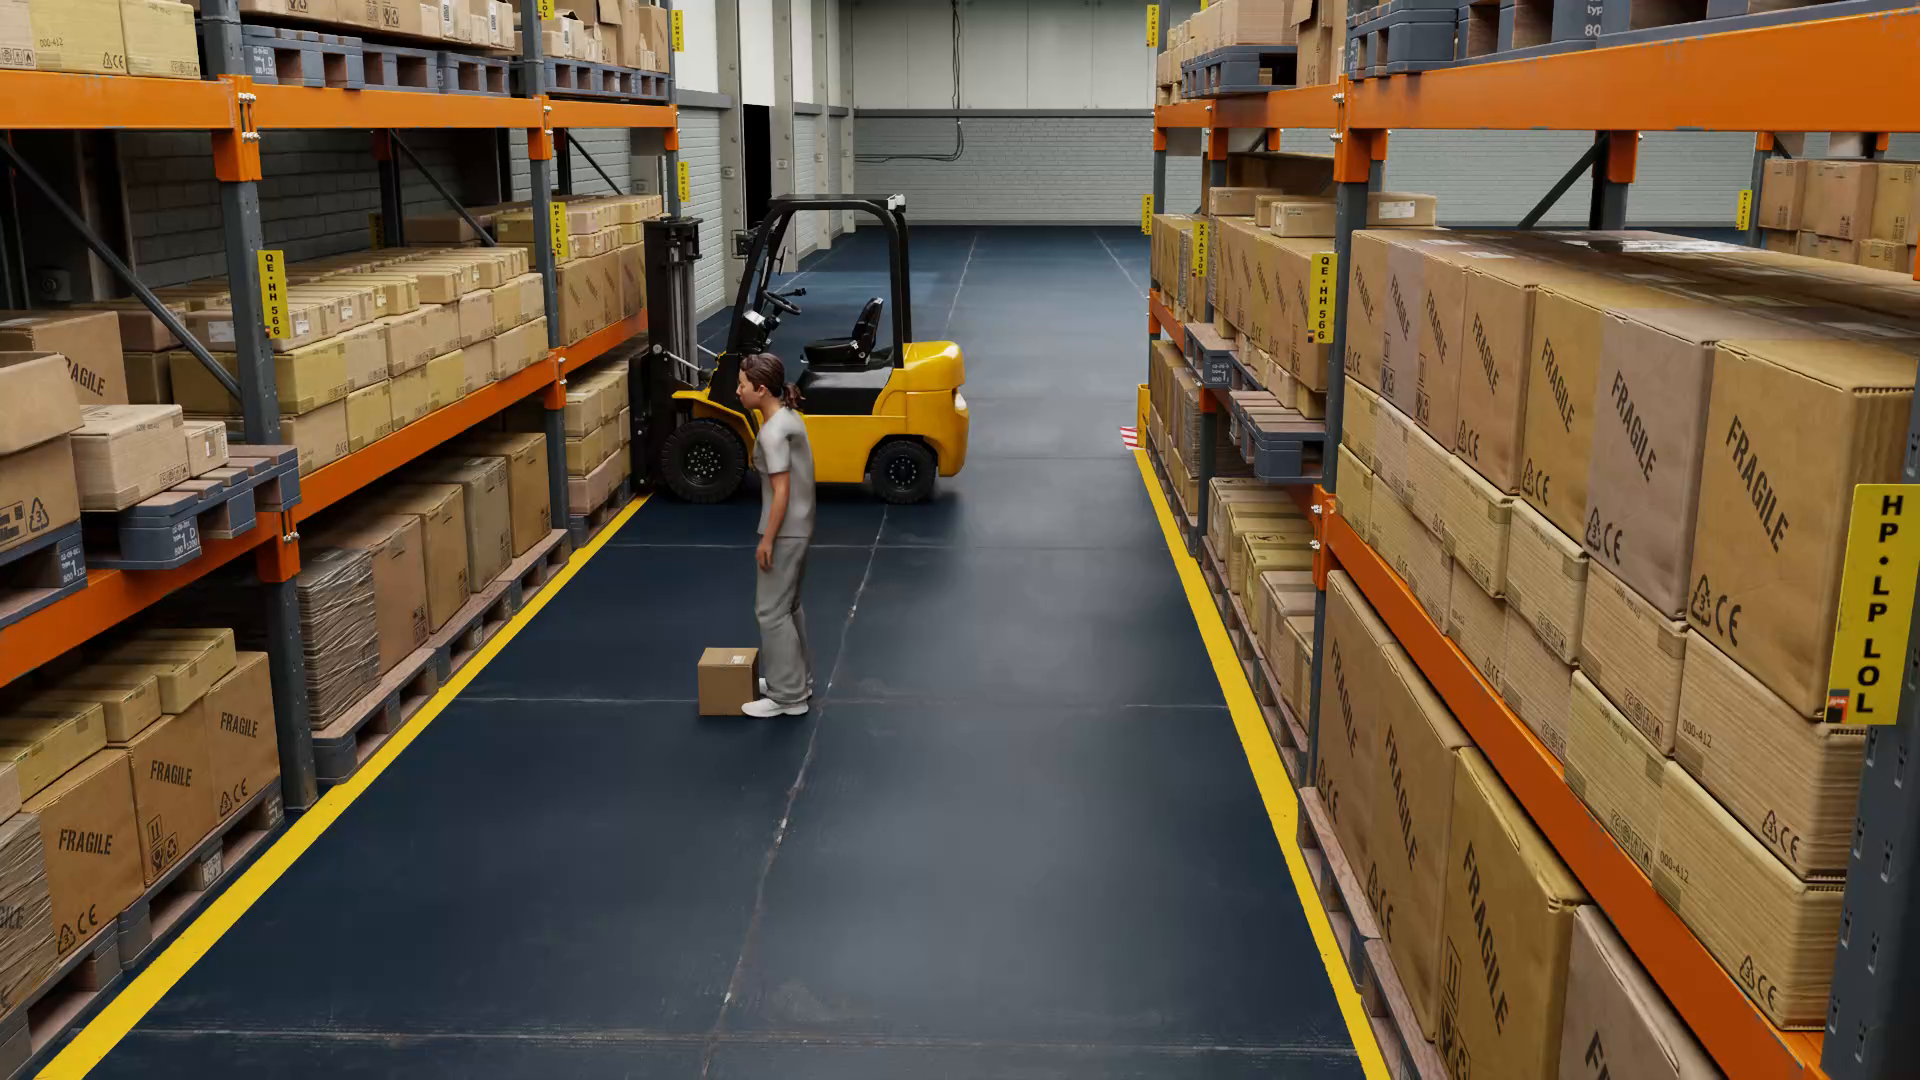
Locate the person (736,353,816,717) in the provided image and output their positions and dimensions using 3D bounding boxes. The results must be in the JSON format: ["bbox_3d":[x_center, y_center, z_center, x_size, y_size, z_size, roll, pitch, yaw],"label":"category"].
[{"bbox_3d":[-0.835,-0.028,7.613,0.356,1.673,0.512,0,14,-1],"label":"person"}]
